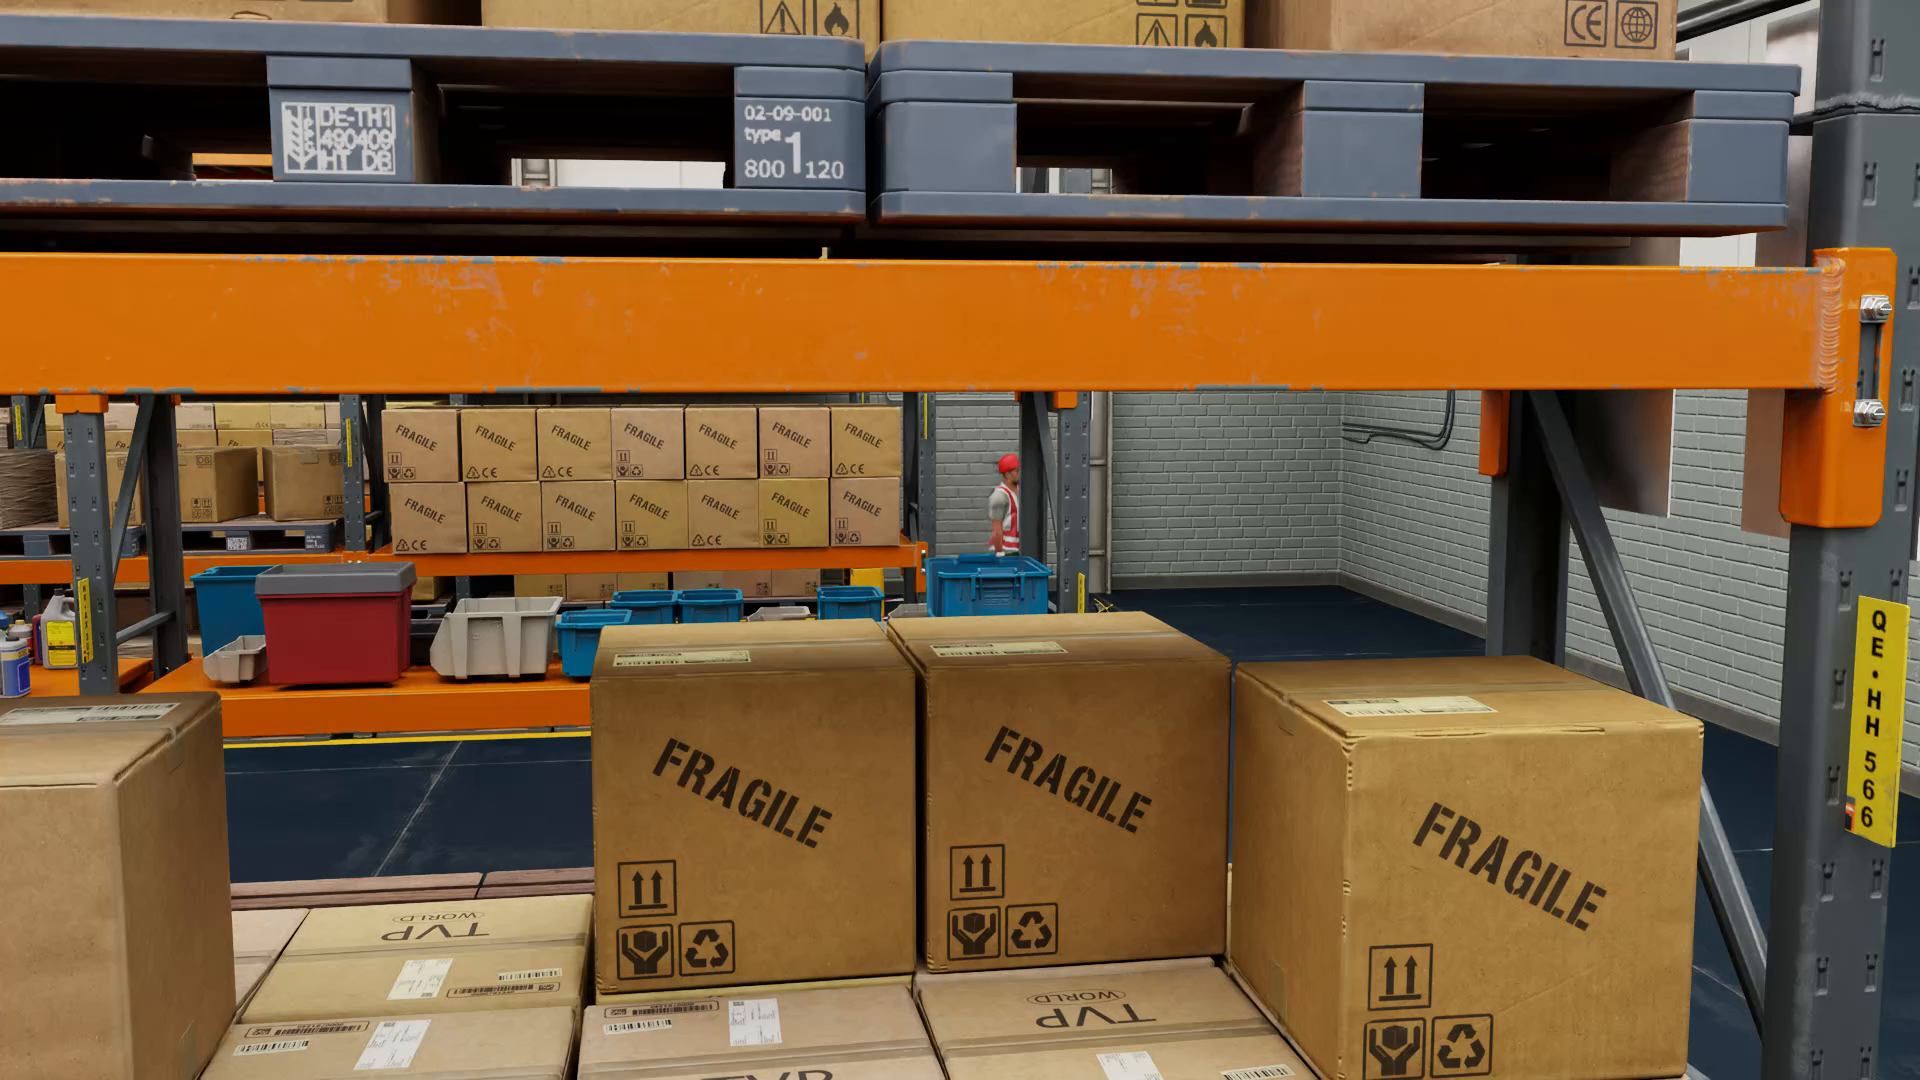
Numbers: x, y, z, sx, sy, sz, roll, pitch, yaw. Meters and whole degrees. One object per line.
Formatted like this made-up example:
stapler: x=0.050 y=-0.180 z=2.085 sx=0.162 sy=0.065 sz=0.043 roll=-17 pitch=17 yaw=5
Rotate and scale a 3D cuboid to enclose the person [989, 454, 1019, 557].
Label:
person: x=0.416 y=0.112 z=14.905 sx=0.636 sy=1.779 sz=0.548 roll=4 pitch=7 yaw=31
